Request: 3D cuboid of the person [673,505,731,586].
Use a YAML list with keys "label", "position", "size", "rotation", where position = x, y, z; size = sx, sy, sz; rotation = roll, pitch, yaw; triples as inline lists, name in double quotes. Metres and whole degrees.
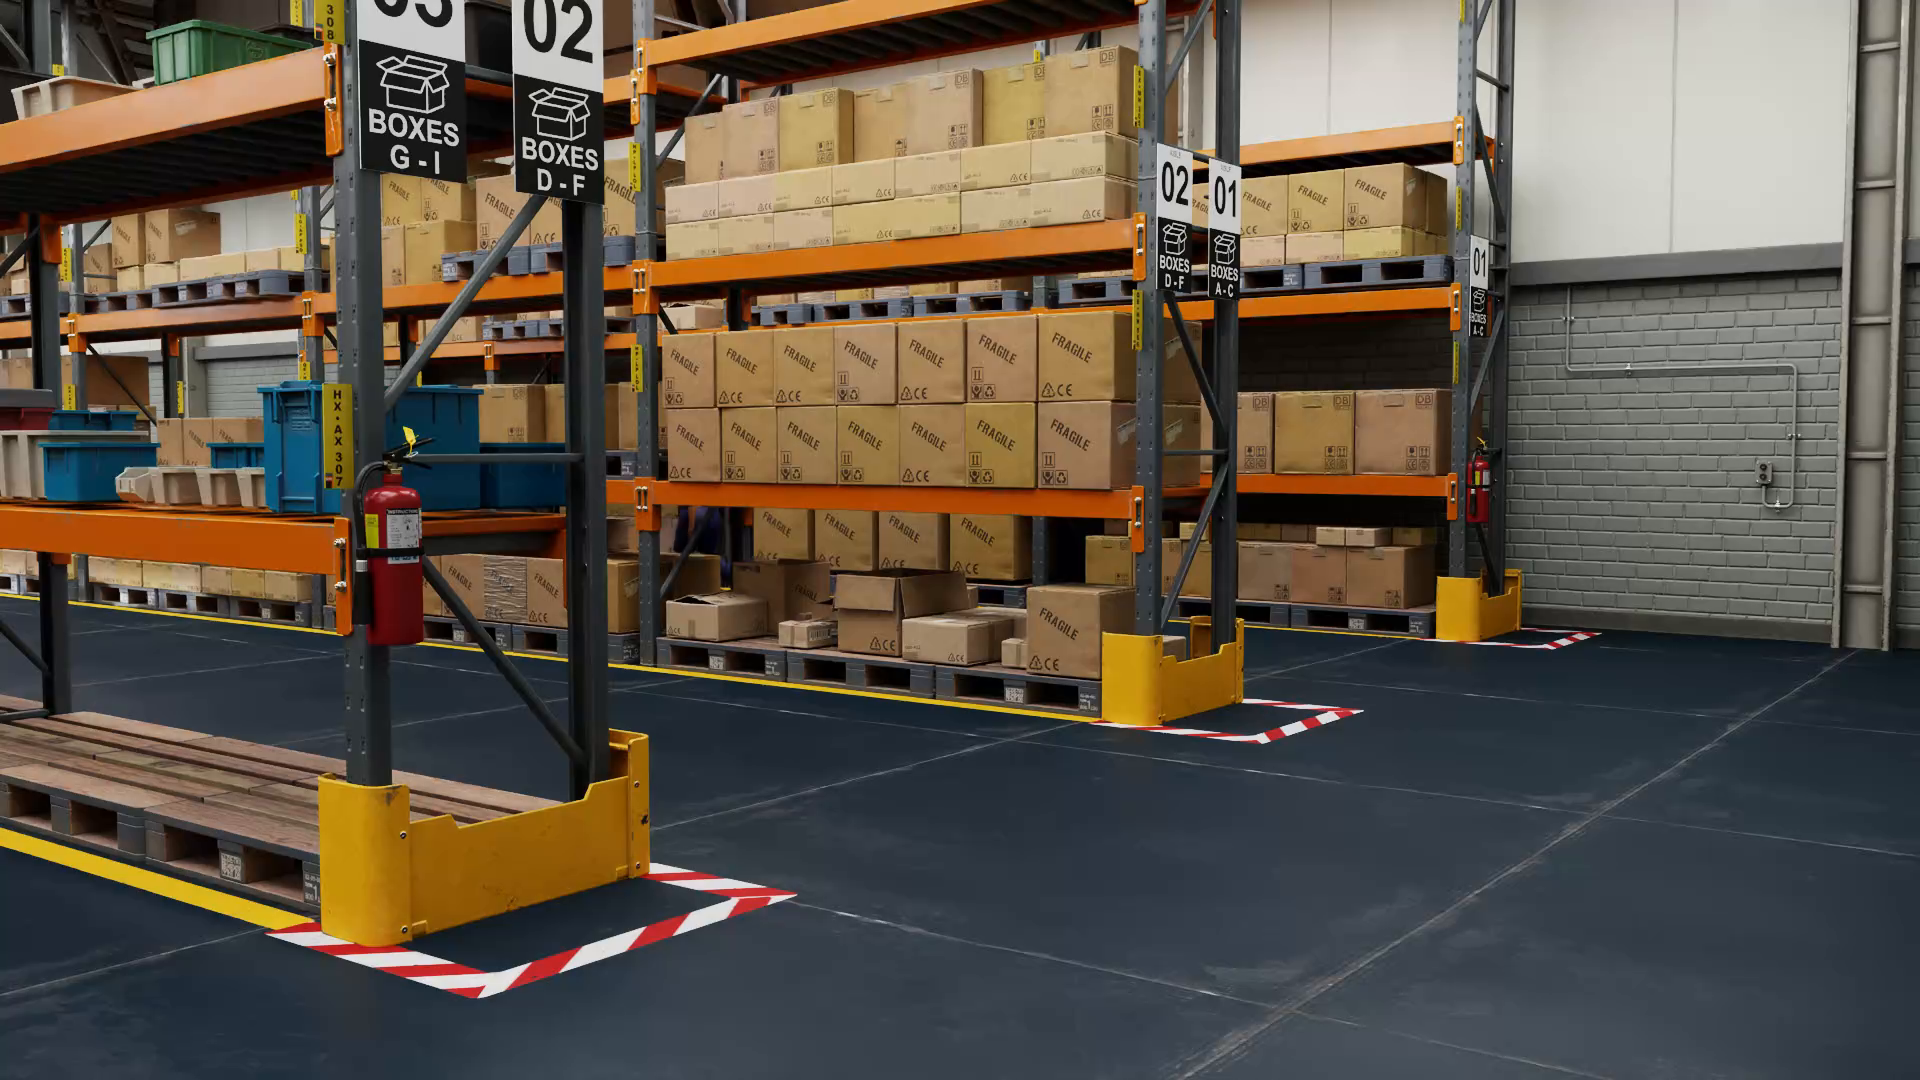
- label: "person"
  position: [-2.383, -0.162, 15.487]
  size: [0.746, 1.598, 0.488]
  rotation: [2, 4, 27]
